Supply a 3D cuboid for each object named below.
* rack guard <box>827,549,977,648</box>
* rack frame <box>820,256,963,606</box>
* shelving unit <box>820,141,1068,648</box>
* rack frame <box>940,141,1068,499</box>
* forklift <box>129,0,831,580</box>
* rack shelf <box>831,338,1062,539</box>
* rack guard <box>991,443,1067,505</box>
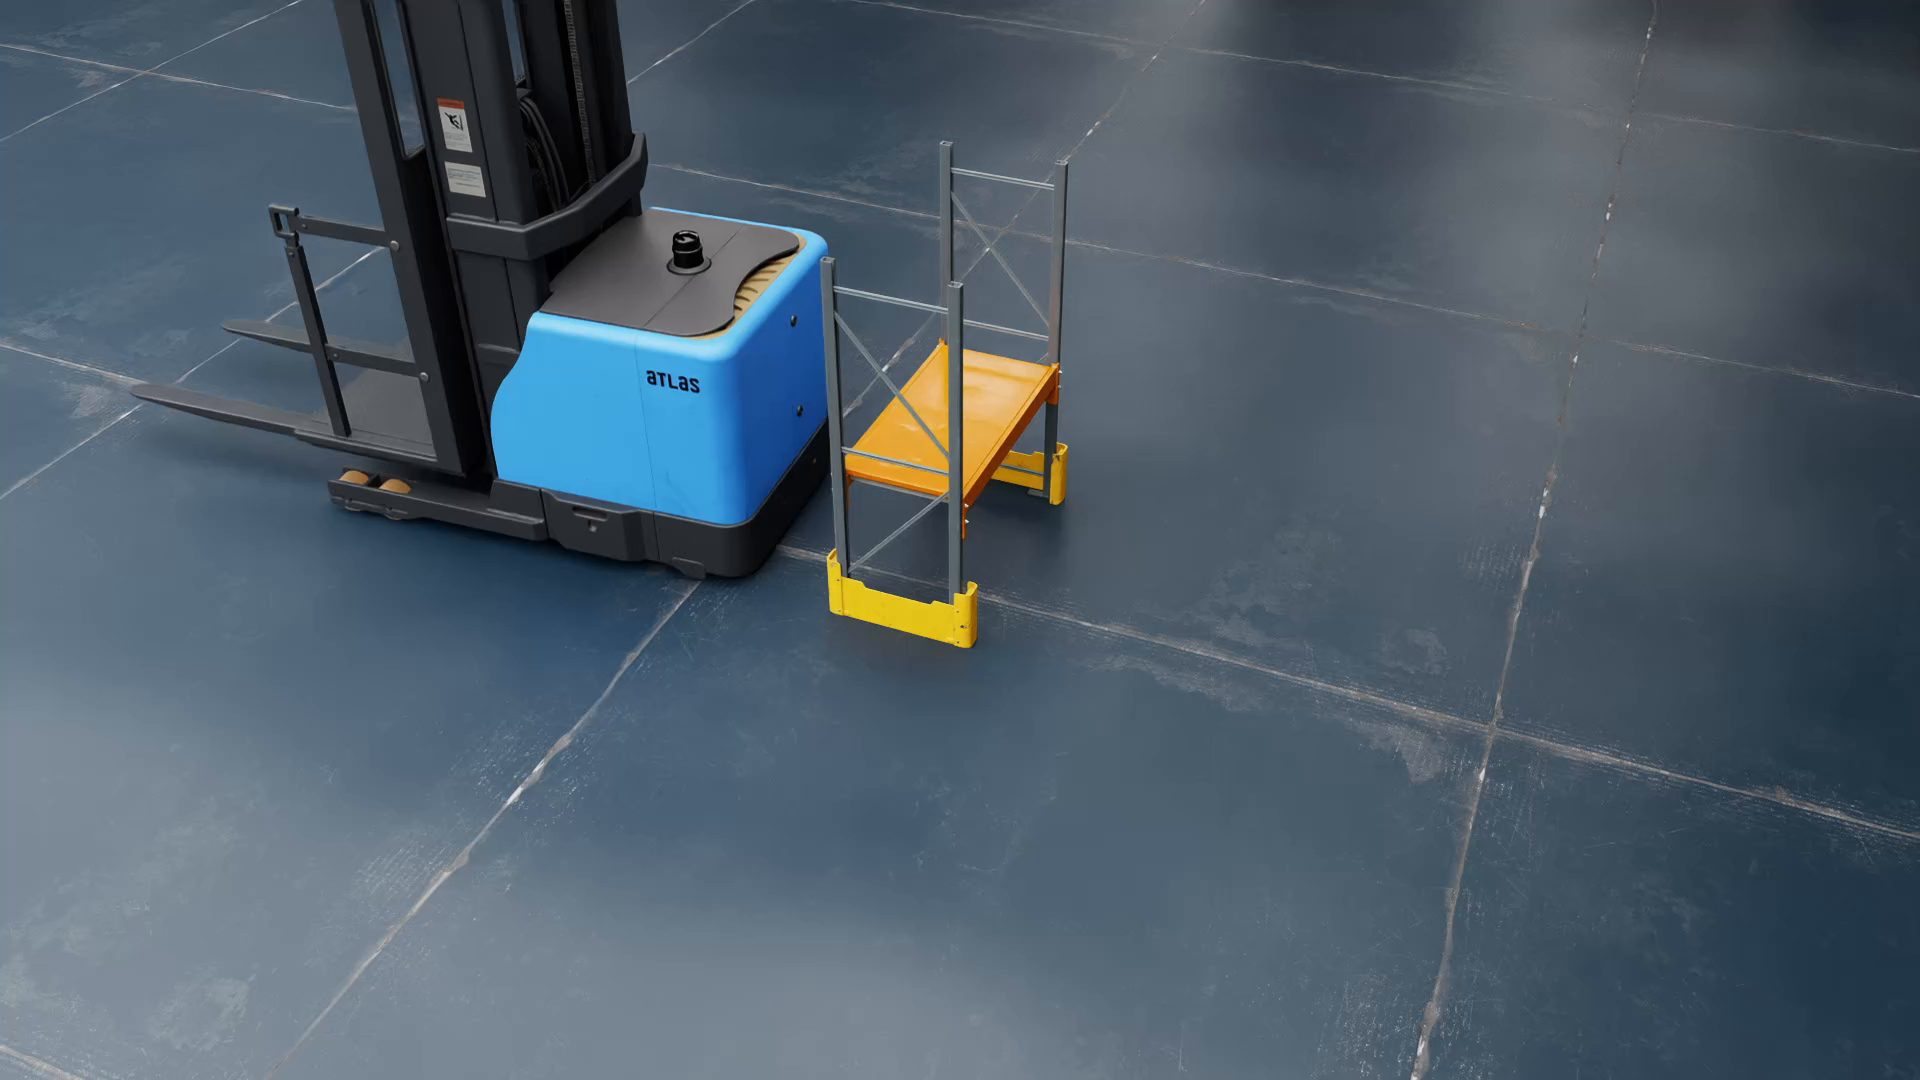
[{"bbox_3d":[-0.218,0.218,6.250,0.587,0.250,0.087,14,39,18],"label":"rack guard"},{"bbox_3d":[-0.226,-0.272,5.861,0.500,1.500,0.032,14,39,18],"label":"rack frame"},{"bbox_3d":[-0.029,-0.559,6.245,0.587,1.500,1.083,14,39,18],"label":"shelving unit"},{"bbox_3d":[0.161,-0.835,6.614,0.500,1.500,0.032,14,39,18],"label":"rack frame"},{"bbox_3d":[-2.084,-1.542,6.365,3.031,2.935,1.130,11,38,15],"label":"forklift"},{"bbox_3d":[-0.032,-0.409,6.345,0.538,0.185,1.000,14,39,18],"label":"rack shelf"},{"bbox_3d":[0.160,-0.334,6.988,0.587,0.250,0.087,14,39,18],"label":"rack guard"}]
